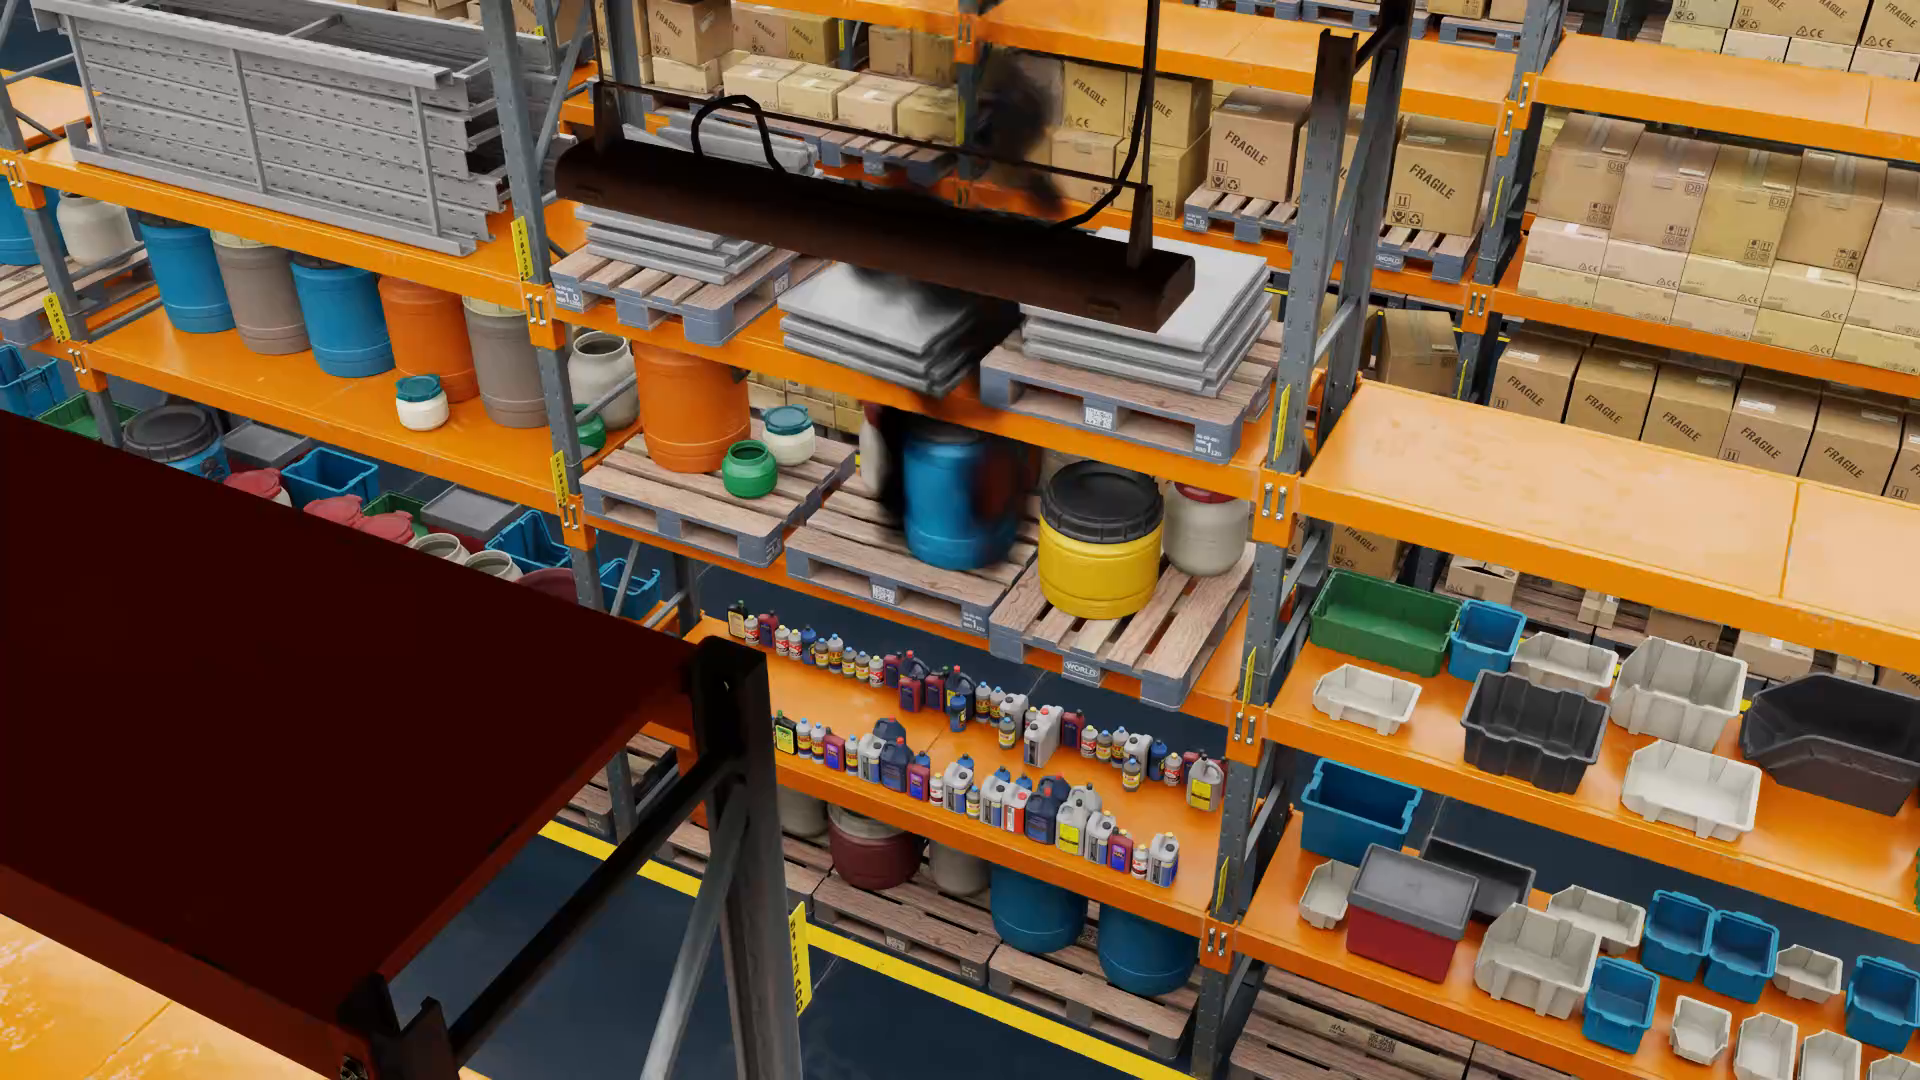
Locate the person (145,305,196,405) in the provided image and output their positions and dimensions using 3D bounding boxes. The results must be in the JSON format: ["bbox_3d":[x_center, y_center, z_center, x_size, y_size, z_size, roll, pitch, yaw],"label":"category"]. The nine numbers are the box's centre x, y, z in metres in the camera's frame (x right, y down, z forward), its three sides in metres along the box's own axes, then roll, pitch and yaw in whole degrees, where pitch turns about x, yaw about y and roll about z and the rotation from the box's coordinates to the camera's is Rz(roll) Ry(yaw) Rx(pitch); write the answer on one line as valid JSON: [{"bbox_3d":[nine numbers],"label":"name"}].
[{"bbox_3d":[-6.667,-1.312,14.246,0.855,1.752,0.670,17,38,22],"label":"person"}]
